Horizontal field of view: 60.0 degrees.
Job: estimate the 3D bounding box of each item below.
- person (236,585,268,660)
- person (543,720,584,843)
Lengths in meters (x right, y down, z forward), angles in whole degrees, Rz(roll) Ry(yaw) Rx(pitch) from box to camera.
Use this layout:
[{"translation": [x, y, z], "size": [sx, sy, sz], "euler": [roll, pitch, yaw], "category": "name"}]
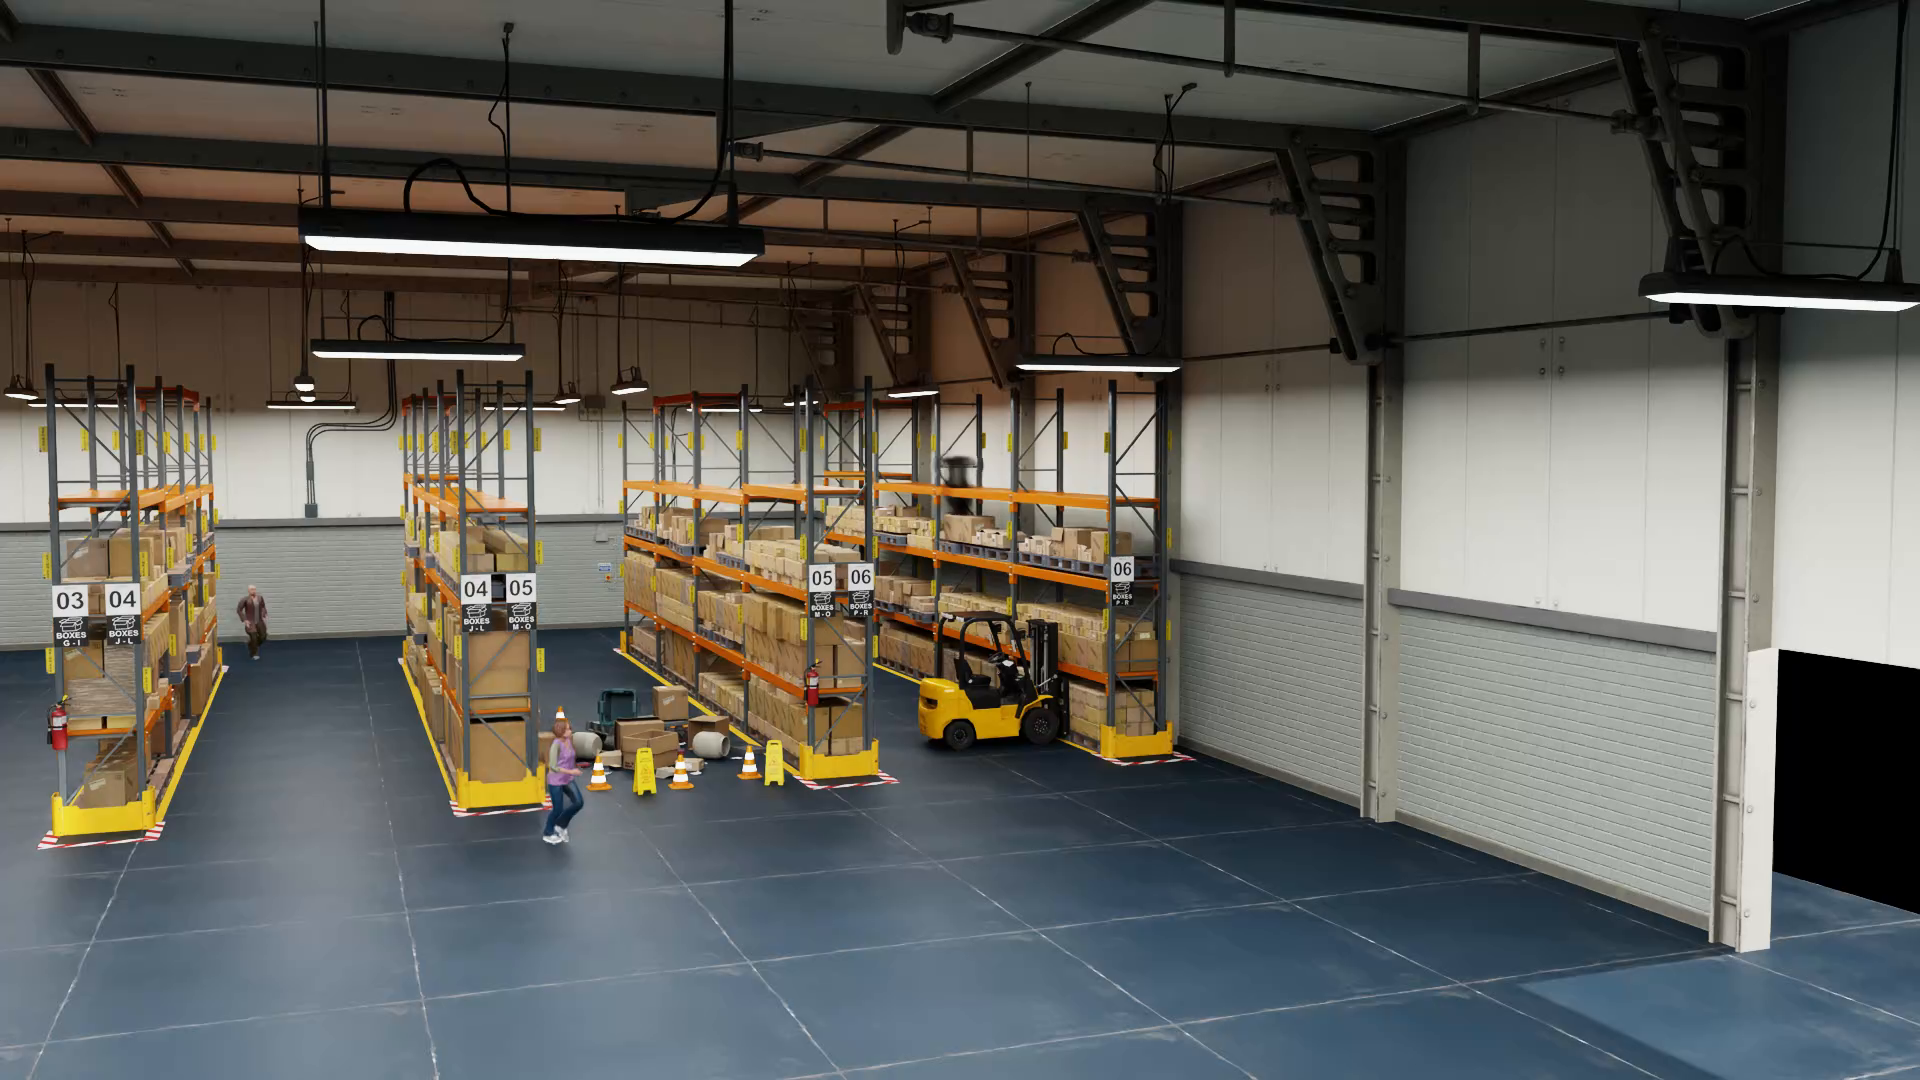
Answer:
[{"translation": [-16.258, 1.953, 38.278], "size": [0.566, 1.651, 0.740], "euler": [2, 4, 35], "category": "person"}, {"translation": [-4.946, 3.002, 20.605], "size": [0.609, 1.562, 0.533], "euler": [1, 4, 24], "category": "person"}]
